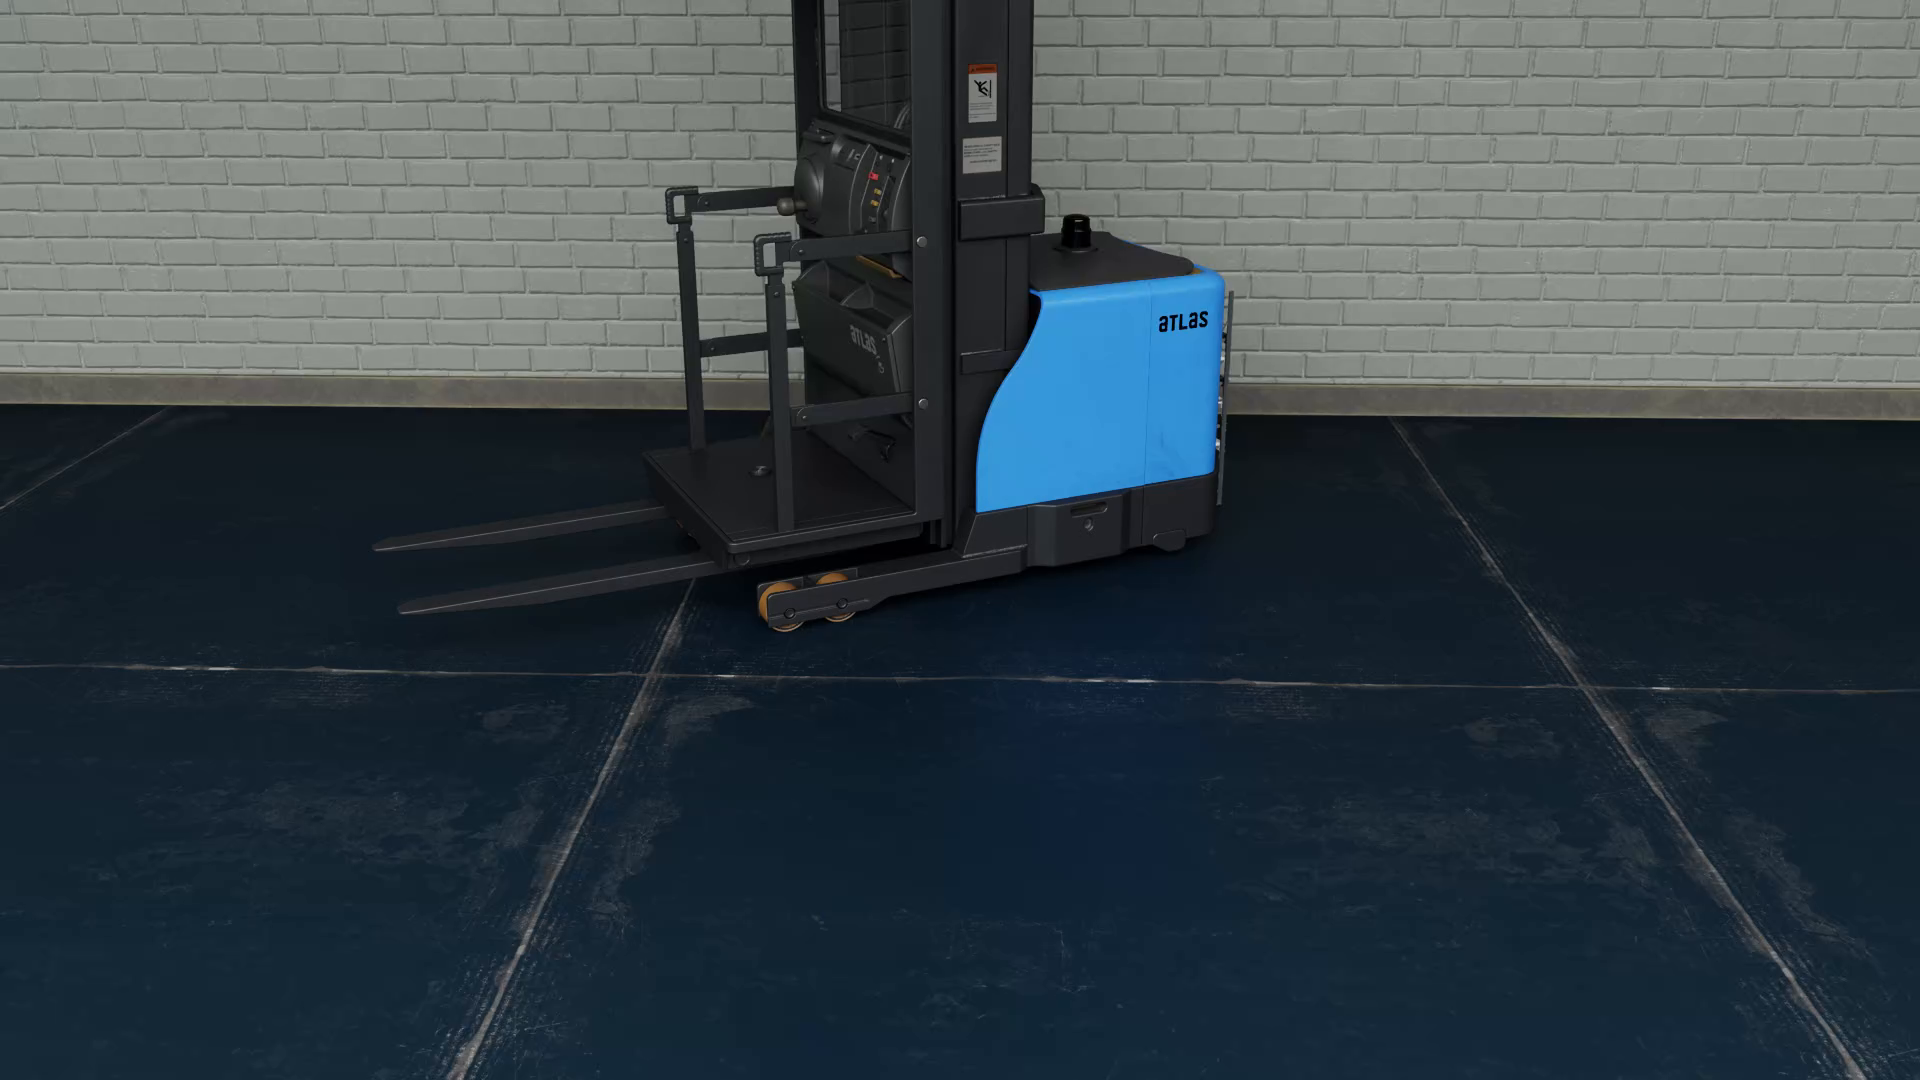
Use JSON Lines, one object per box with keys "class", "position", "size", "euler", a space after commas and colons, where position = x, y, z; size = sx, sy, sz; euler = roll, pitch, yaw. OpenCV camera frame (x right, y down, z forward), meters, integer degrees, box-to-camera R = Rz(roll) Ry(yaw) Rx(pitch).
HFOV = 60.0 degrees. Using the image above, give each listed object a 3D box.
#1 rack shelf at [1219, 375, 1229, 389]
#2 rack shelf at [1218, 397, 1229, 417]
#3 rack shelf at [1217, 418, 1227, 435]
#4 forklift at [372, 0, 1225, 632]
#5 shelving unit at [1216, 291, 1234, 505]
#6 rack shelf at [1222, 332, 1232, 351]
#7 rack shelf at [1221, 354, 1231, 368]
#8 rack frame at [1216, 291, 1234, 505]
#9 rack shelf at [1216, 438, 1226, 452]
{"class": "rack shelf", "position": [0.932, -0.635, 6.764], "size": [0.258, 0.077, 0.200], "euler": [-10, 23, -24]}
{"class": "rack shelf", "position": [0.932, -0.551, 6.797], "size": [0.258, 0.077, 0.200], "euler": [-10, 23, -24]}
{"class": "rack shelf", "position": [0.932, -0.467, 6.829], "size": [0.258, 0.077, 0.200], "euler": [-10, 23, -24]}
{"class": "forklift", "position": [-0.567, -1.269, 5.746], "size": [3.031, 2.935, 1.130], "euler": [-10, 23, -24]}
{"class": "shelving unit", "position": [0.932, -0.582, 6.785], "size": [0.258, 0.900, 0.210], "euler": [-10, 23, -24]}
{"class": "rack shelf", "position": [0.932, -0.803, 6.699], "size": [0.258, 0.077, 0.200], "euler": [-10, 23, -24]}
{"class": "rack shelf", "position": [0.932, -0.719, 6.732], "size": [0.258, 0.077, 0.200], "euler": [-10, 23, -24]}
{"class": "rack frame", "position": [0.976, -0.549, 6.699], "size": [0.240, 0.900, 0.006], "euler": [-10, 23, -24]}
{"class": "rack shelf", "position": [0.932, -0.383, 6.862], "size": [0.258, 0.077, 0.200], "euler": [-10, 23, -24]}
